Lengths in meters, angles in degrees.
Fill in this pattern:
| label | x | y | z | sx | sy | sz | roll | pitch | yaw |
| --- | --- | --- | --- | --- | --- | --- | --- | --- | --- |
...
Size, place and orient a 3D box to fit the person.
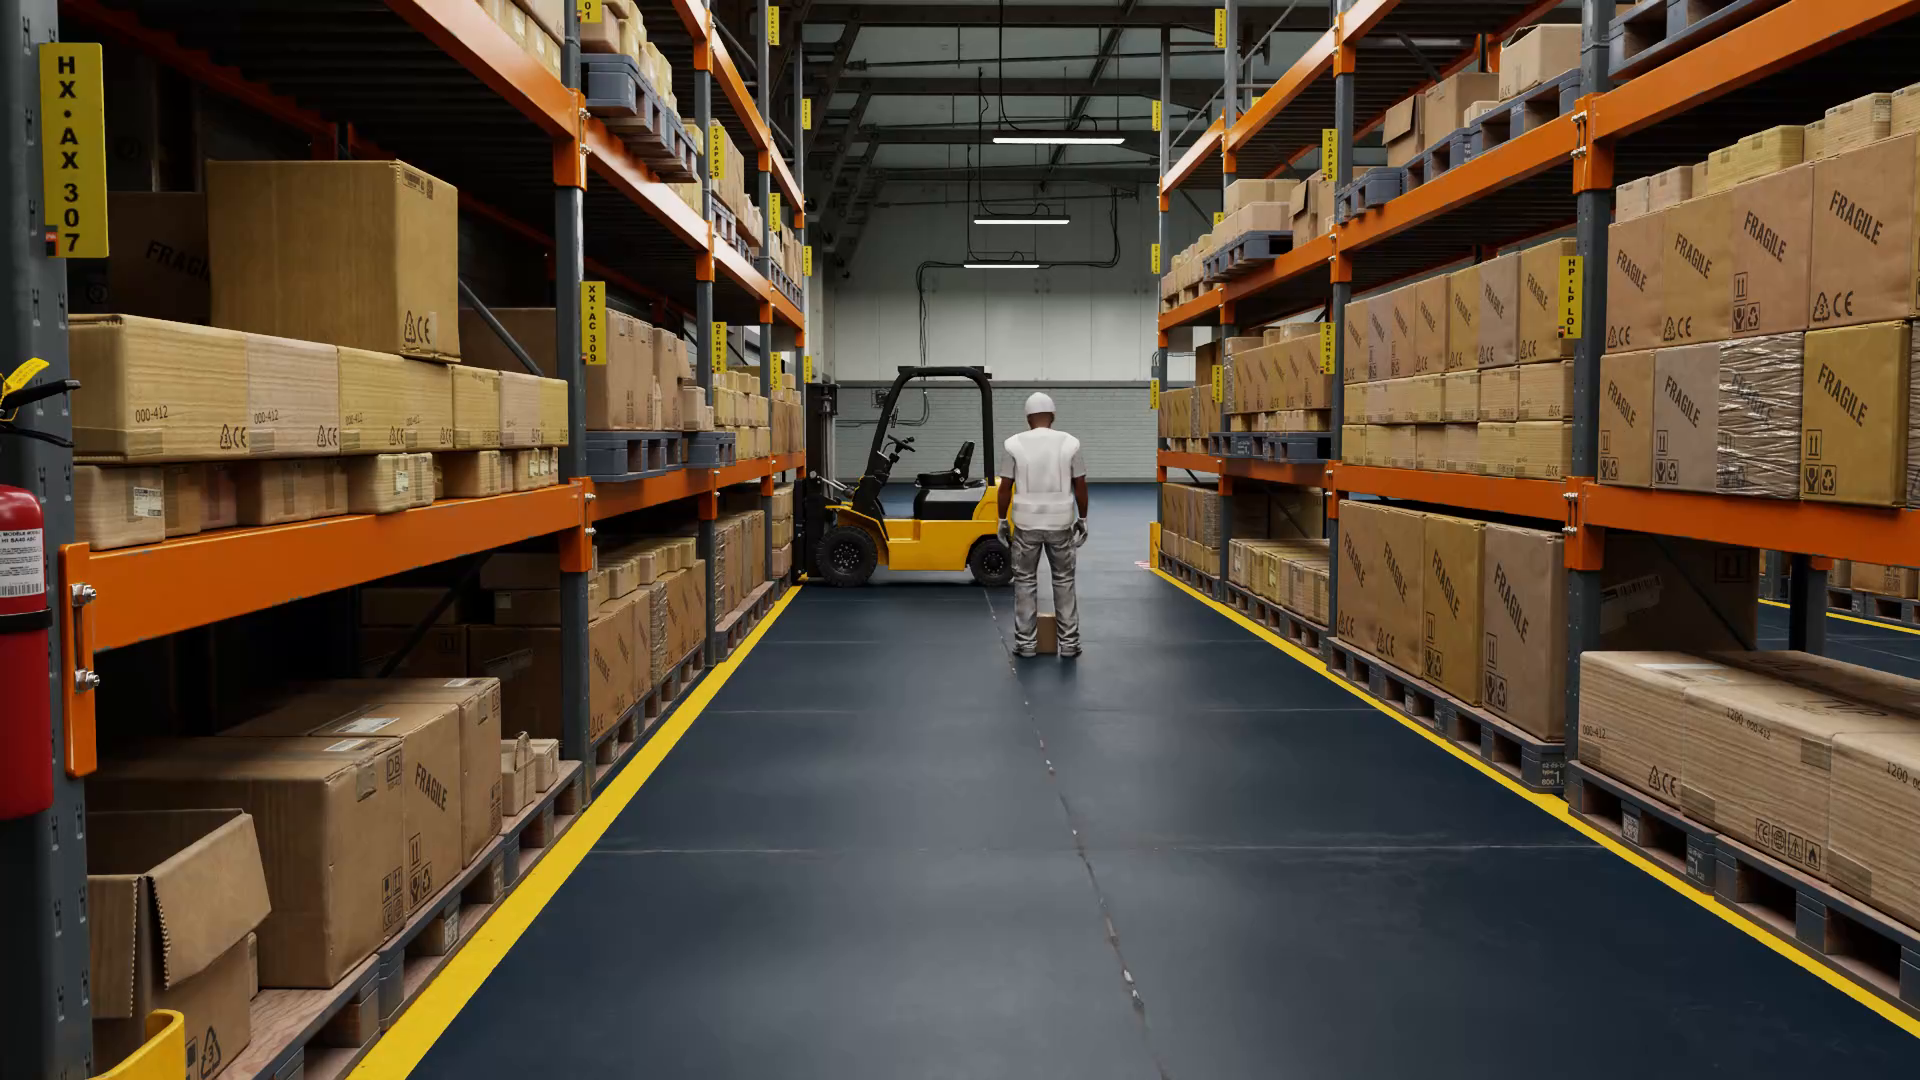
| label | x | y | z | sx | sy | sz | roll | pitch | yaw |
| --- | --- | --- | --- | --- | --- | --- | --- | --- | --- |
| person | 0.560 | -0.105 | 11.209 | 0.617 | 1.775 | 0.446 | 0 | 4 | -1 |
